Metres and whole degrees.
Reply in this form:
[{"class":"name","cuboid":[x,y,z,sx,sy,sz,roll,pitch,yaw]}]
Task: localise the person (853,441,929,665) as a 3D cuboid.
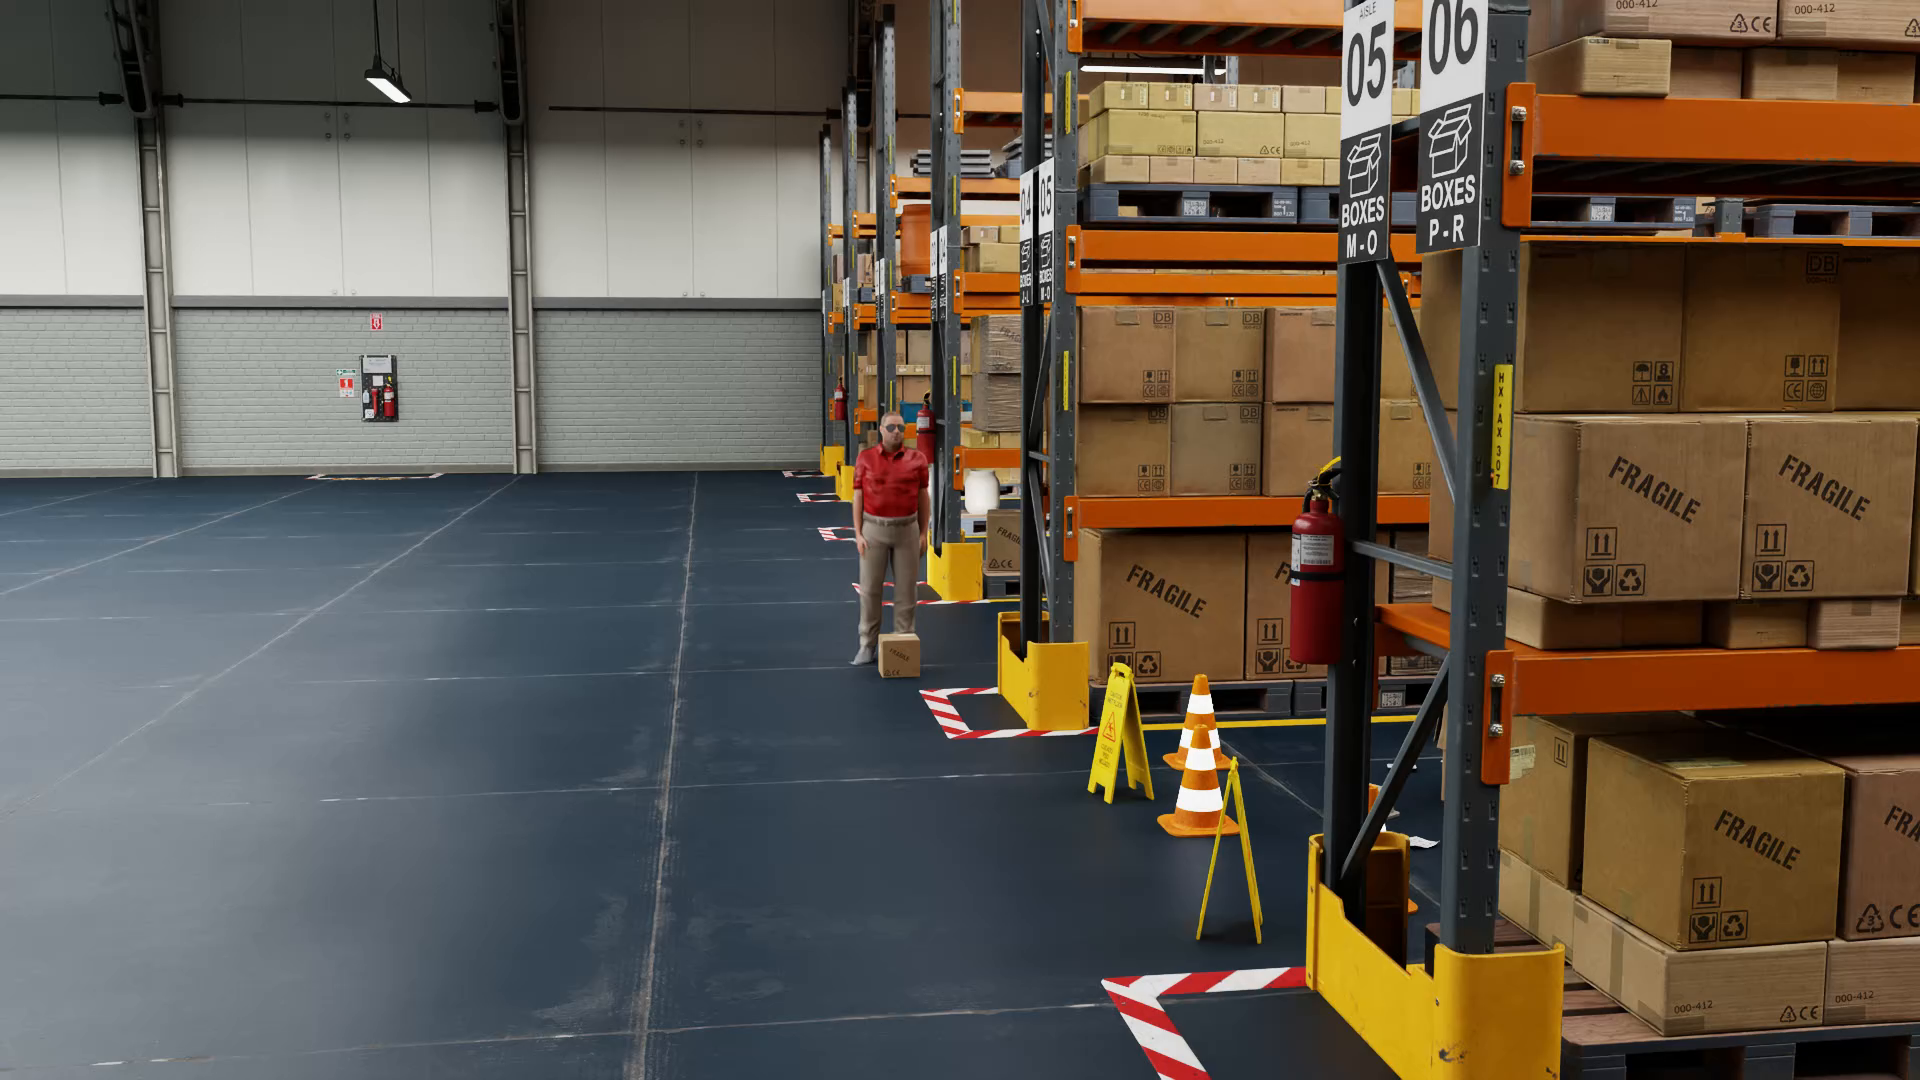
[{"class":"person","cuboid":[-0.475,0.093,11.473,0.540,1.548,0.363,-1,6,-8]}]
